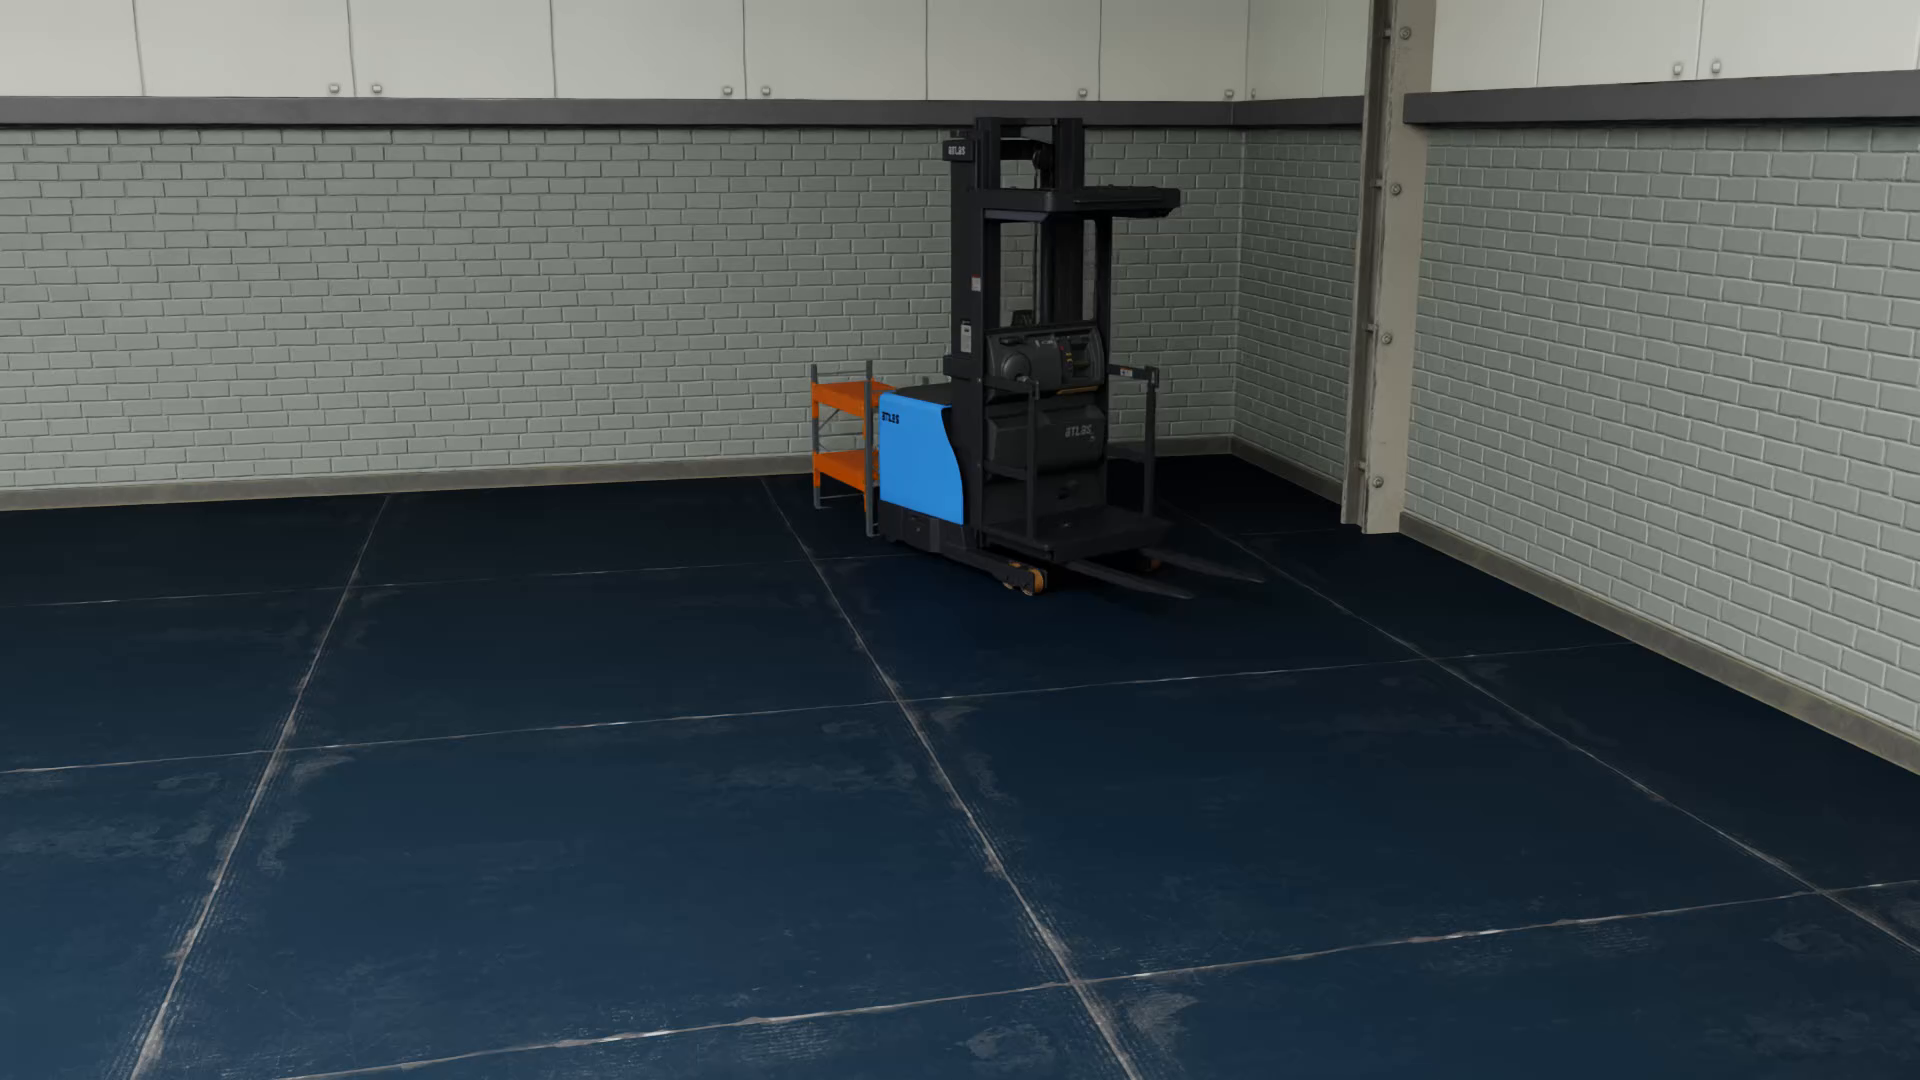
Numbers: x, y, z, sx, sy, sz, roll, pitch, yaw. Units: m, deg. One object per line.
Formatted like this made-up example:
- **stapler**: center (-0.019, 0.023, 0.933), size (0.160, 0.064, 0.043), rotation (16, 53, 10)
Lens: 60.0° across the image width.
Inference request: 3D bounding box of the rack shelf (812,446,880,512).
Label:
- **rack shelf**: center (-0.680, -0.472, 12.521), size (0.538, 0.278, 1.000), rotation (-7, 15, -26)

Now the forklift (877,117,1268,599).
- **forklift**: center (0.690, -1.206, 10.689), size (1.130, 2.935, 3.031), rotation (-10, 17, -35)

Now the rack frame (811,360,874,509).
- **rack frame**: center (-0.908, -0.818, 12.904), size (0.500, 1.125, 0.032), rotation (-7, 15, -26)

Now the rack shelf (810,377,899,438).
- **rack shelf**: center (-0.680, -0.994, 12.393), size (0.538, 0.278, 1.000), rotation (-7, 15, -26)

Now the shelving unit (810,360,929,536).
- **shelving unit**: center (-0.680, -0.710, 12.463), size (0.538, 1.125, 1.048), rotation (-7, 15, -26)

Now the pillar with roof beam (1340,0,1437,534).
- **pillar with roof beam**: center (-1.136, -4.229, 10.274), size (9.100, 9.000, 0.400), rotation (-3, 14, -13)

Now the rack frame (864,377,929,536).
- **rack frame**: center (-0.452, -0.602, 12.021), size (0.500, 1.125, 0.032), rotation (-7, 15, -26)
